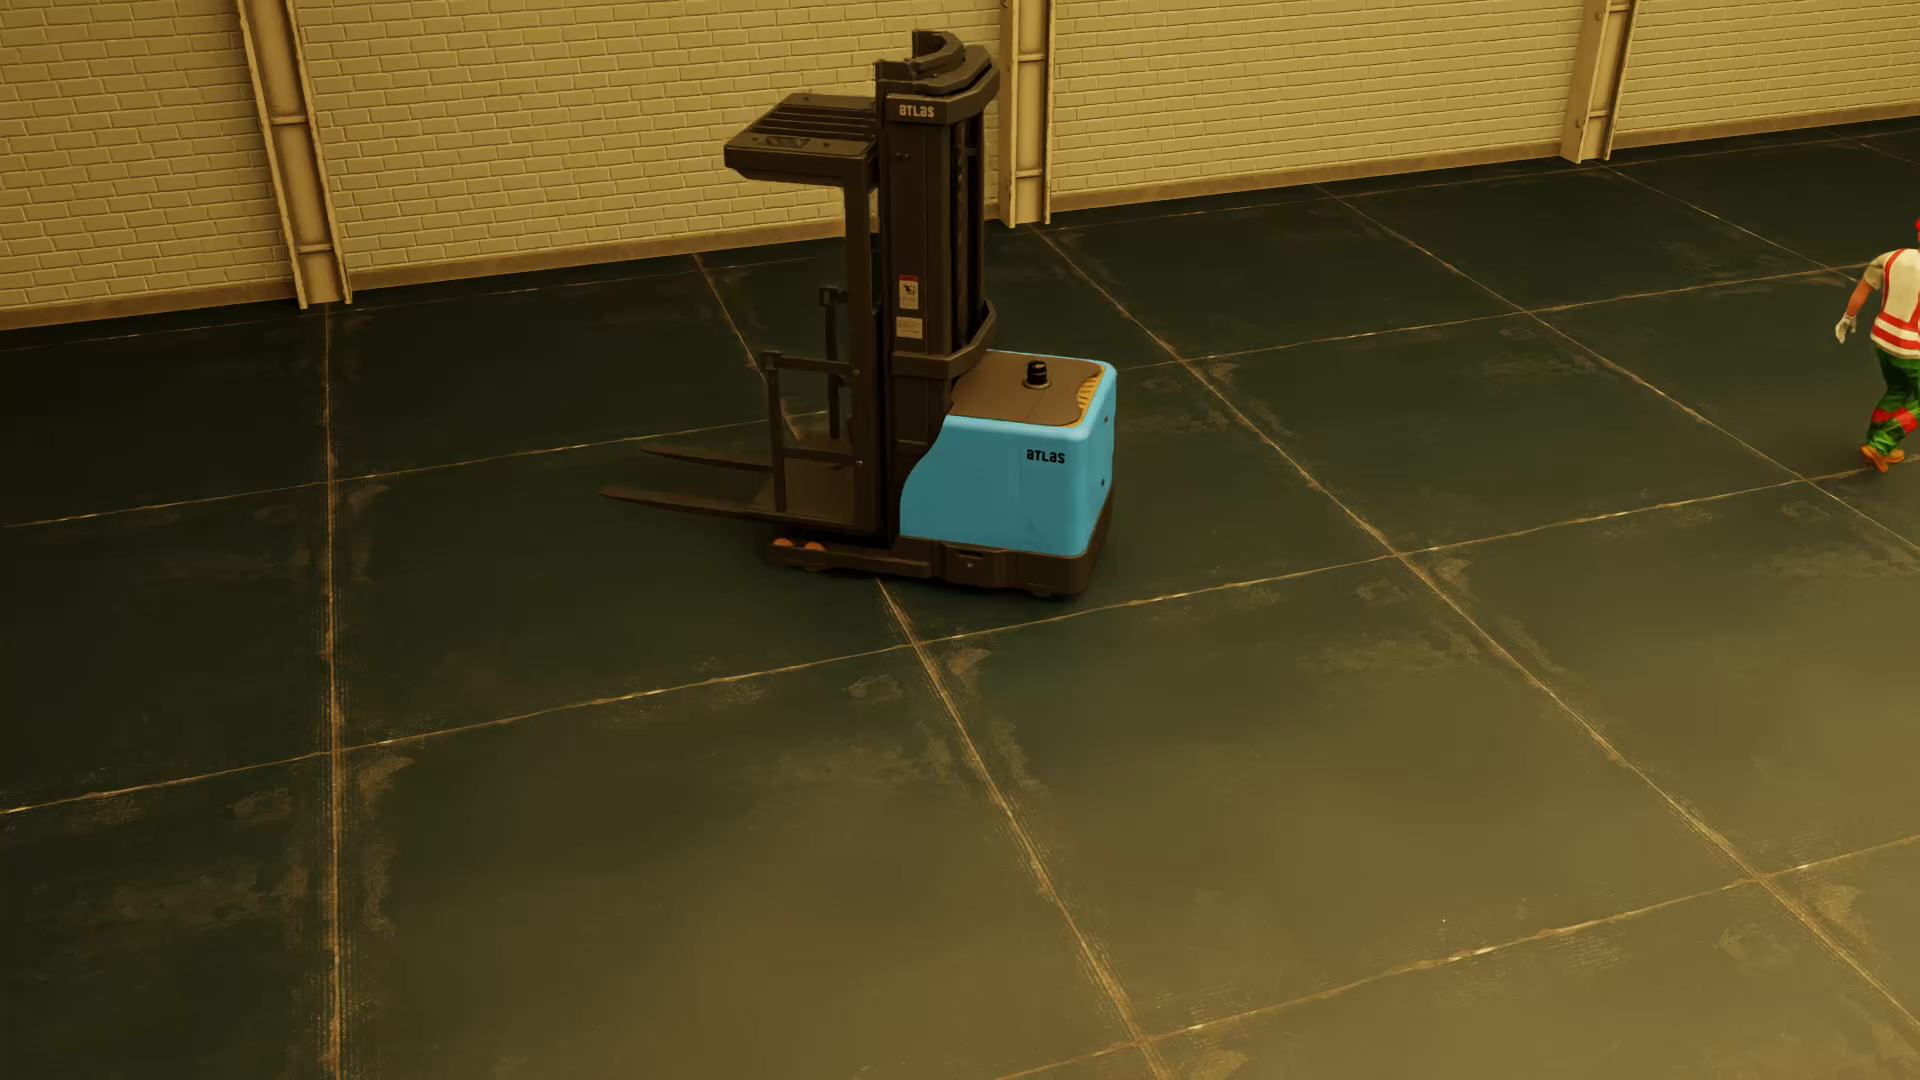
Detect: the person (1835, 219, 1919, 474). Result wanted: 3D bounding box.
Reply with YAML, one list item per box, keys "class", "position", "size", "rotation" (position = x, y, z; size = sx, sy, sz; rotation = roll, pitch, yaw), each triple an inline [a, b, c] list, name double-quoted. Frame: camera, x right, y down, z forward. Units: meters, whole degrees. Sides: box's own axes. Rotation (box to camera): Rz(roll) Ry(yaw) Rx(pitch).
- class: "person"
  position: [5.964, -1.264, 10.485]
  size: [0.564, 1.734, 0.739]
  rotation: [-8, 31, -14]

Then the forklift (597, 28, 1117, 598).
- class: "forklift"
  position: [-0.650, -1.332, 9.403]
  size: [3.031, 2.935, 1.130]
  rotation: [7, 31, 13]
